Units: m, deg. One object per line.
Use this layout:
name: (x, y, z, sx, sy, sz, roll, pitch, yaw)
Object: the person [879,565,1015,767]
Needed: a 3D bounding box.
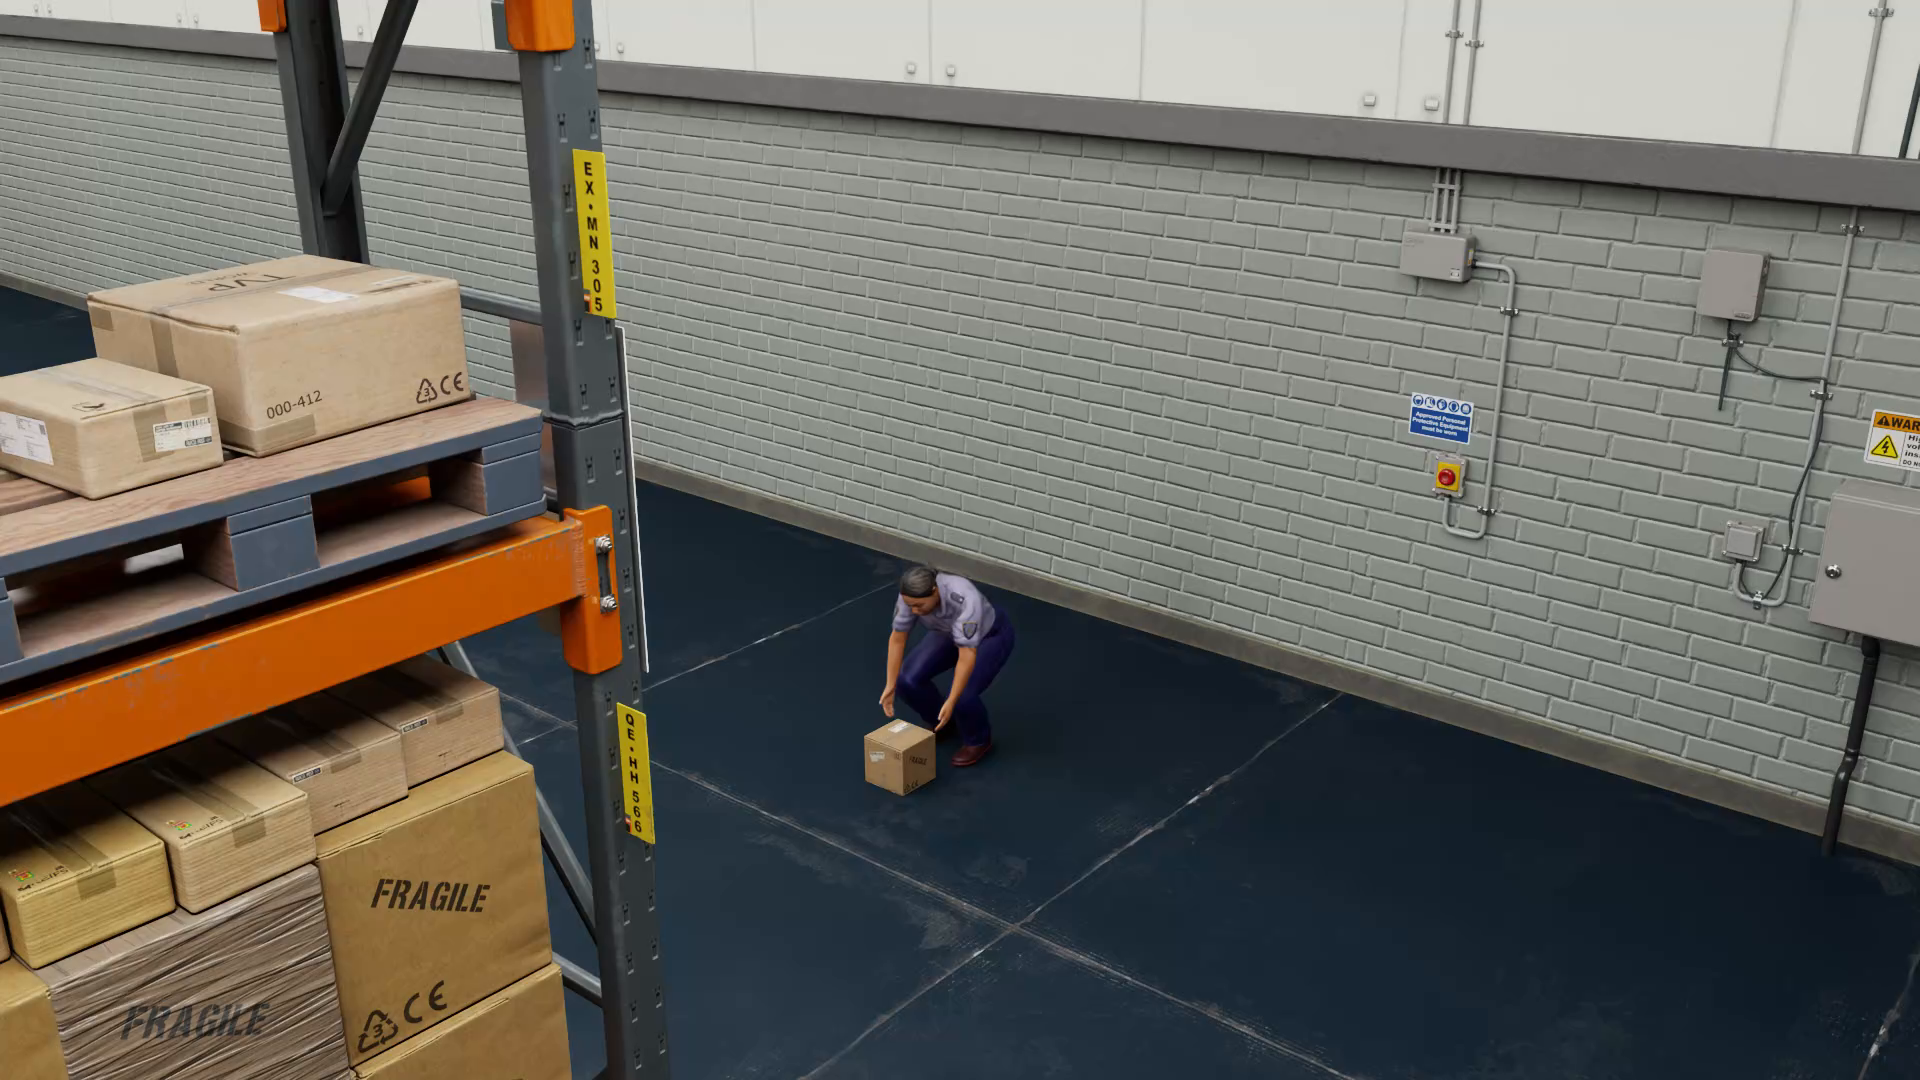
person: (-0.037, 0.571, 8.335, 0.538, 1.114, 0.770, 16, 26, 36)
